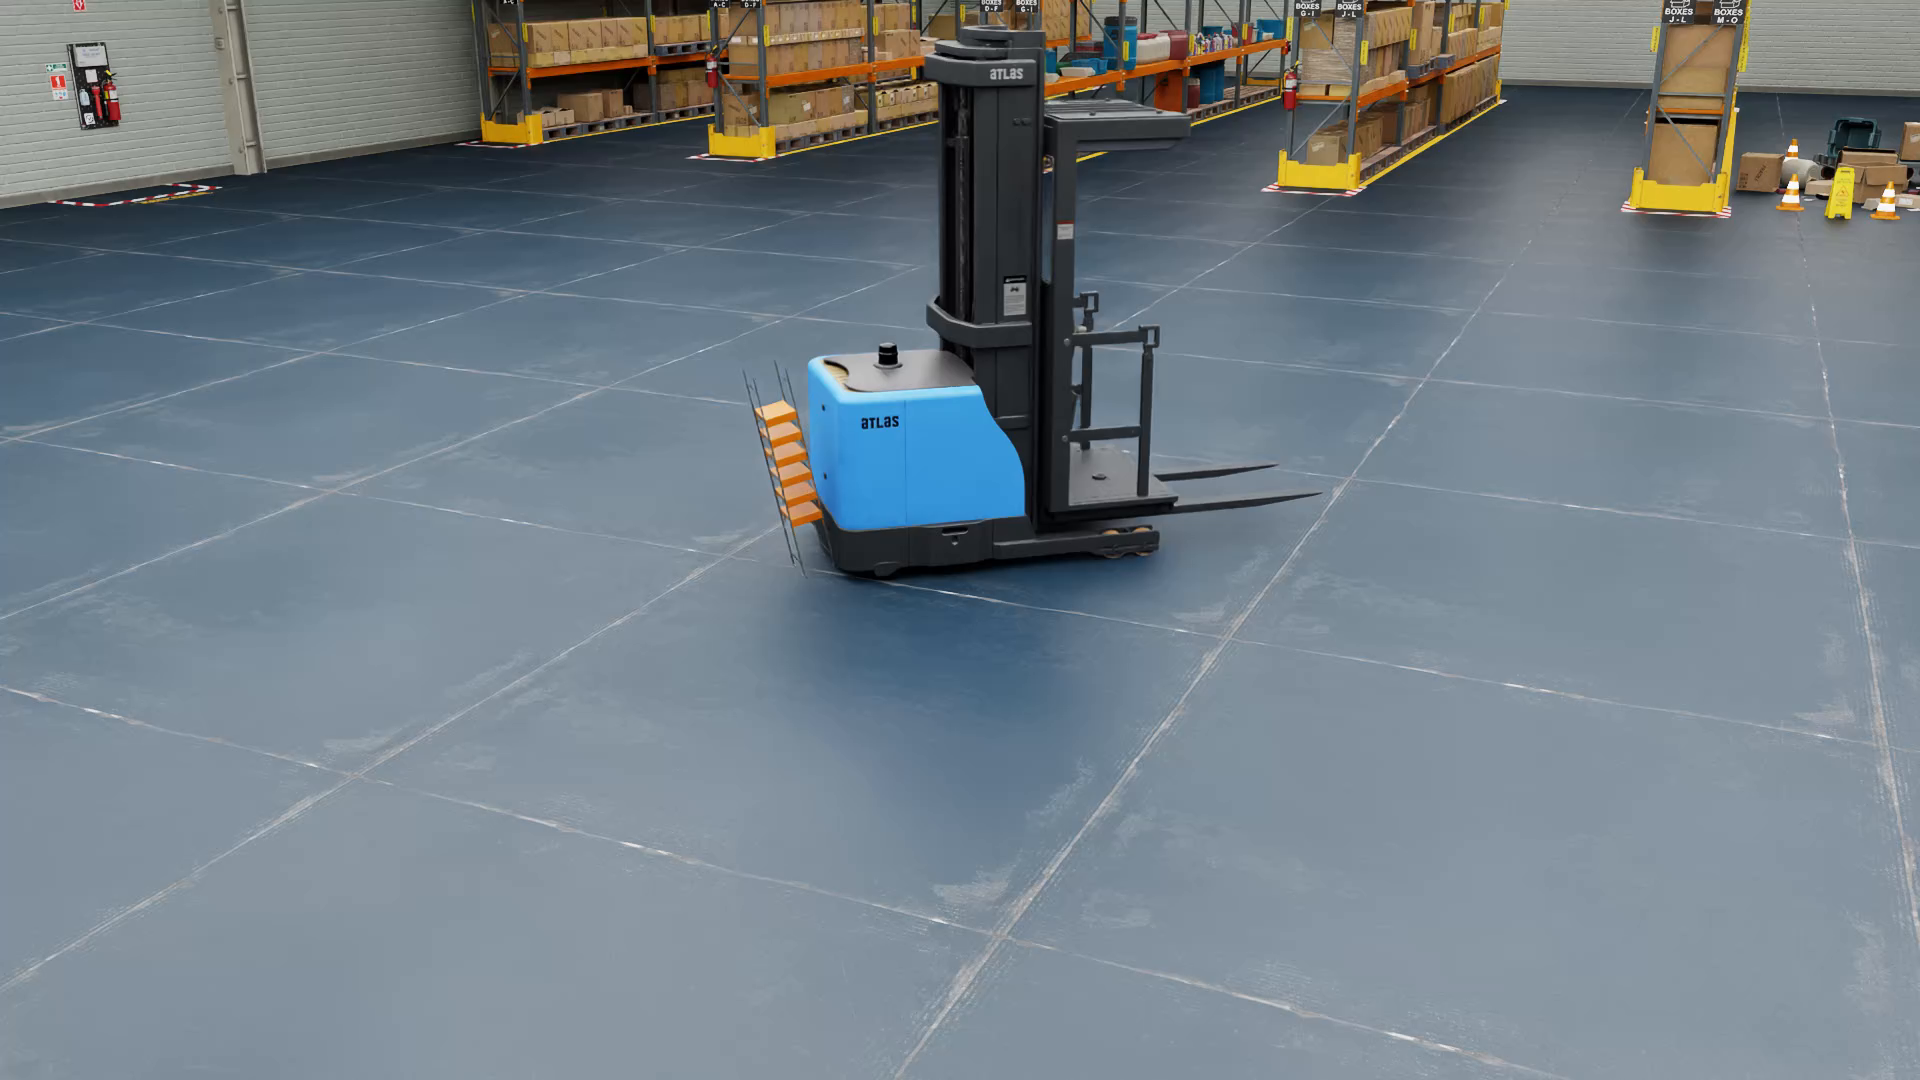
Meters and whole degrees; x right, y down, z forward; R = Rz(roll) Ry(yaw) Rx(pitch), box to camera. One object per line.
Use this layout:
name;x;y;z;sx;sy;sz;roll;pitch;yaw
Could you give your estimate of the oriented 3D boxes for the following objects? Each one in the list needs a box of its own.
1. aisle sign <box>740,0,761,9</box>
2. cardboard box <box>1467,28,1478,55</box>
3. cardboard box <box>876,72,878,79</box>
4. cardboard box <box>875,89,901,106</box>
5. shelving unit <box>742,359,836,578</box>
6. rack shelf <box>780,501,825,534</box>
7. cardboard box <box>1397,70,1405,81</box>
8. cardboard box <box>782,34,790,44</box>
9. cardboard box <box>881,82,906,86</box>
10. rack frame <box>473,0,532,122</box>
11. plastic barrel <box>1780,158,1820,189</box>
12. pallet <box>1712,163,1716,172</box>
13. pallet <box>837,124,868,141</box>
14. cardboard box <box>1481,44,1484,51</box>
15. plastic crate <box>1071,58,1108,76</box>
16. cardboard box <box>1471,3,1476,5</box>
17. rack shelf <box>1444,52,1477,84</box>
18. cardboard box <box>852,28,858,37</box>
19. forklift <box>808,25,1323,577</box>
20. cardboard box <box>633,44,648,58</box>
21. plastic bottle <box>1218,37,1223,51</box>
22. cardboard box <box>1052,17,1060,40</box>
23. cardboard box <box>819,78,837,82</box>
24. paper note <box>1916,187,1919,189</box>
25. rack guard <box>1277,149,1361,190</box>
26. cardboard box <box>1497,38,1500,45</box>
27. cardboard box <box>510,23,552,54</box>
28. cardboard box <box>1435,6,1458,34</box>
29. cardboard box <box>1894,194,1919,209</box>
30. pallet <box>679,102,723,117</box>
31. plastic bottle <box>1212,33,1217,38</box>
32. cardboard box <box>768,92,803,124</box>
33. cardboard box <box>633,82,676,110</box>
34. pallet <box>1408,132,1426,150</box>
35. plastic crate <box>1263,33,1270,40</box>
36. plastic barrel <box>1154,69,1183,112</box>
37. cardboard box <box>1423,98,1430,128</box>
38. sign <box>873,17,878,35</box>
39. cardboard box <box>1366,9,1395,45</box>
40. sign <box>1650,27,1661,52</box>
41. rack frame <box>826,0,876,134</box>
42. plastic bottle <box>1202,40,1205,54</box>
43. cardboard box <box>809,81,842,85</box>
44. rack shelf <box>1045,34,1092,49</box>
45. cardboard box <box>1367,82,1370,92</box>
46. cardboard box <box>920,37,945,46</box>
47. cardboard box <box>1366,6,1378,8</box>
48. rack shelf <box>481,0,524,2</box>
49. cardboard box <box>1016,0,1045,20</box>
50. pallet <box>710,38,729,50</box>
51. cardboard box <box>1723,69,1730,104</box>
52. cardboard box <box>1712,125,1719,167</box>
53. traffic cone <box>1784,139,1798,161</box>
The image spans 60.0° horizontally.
aisle sign;-3.474;-9.193;27.463;0.394;0.787;0.004;9;21;23
cardboard box;10.281;-10.205;34.039;0.500;0.500;0.500;9;21;23
cardboard box;-2.513;-11.922;42.119;0.700;0.500;0.500;9;22;24
cardboard box;-1.483;-8.665;32.496;0.500;0.311;0.500;8;21;22
shelving unit;-0.946;-0.389;9.250;0.189;1.200;0.258;-19;25;-16
rack shelf;-0.892;-0.134;9.364;0.180;0.103;0.258;-19;25;-16
cardboard box;7.127;-7.669;27.430;0.380;0.149;0.250;9;21;23
cardboard box;-3.161;-8.631;28.644;0.380;0.149;0.250;9;21;23
cardboard box;-1.352;-9.206;34.017;0.500;0.311;0.500;8;21;21
rack frame;-8.248;-8.709;29.982;1.000;3.000;0.127;9;21;23
plastic barrel;12.366;-5.411;24.551;0.421;0.421;0.512;-9;22;-24
pallet;11.048;-5.646;25.530;1.003;0.211;1.213;9;21;23
pallet;-2.453;-7.702;31.312;1.003;0.211;1.213;9;21;23
cardboard box;10.863;-10.426;35.184;0.380;0.149;0.250;9;22;24
plastic crate;2.223;-8.127;28.566;0.499;0.251;0.616;9;21;23
cardboard box;11.214;-11.722;37.113;0.500;0.500;0.500;8;21;21
rack shelf;9.404;-9.388;32.965;1.077;0.370;4.000;9;21;23
cardboard box;-2.108;-9.418;30.858;0.380;0.149;0.250;8;21;22
forklift;0.667;-1.434;9.626;3.031;2.935;1.130;-5;20;-15
cardboard box;-6.527;-9.684;32.918;0.500;0.250;0.500;9;21;23
plastic bottle;5.482;-10.529;35.284;0.152;0.276;0.135;9;21;23
cardboard box;2.058;-12.174;39.575;0.500;0.500;0.500;8;21;22
cardboard box;-3.481;-11.346;39.977;0.750;0.750;0.750;9;21;23
paper note;14.215;-5.207;24.563;0.148;0.019;0.142;9;21;23
rack guard;5.340;-5.516;24.732;1.175;0.500;0.348;9;21;23
cardboard box;11.911;-11.209;37.386;0.380;0.149;0.250;9;21;23
cardboard box;-7.778;-9.106;30.172;0.500;0.500;0.500;9;21;23
cardboard box;9.169;-10.056;32.121;0.797;0.503;0.637;9;22;24
cardboard box;13.044;-4.645;22.808;0.250;0.149;0.380;-14;24;-33
pallet;-5.794;-9.231;35.609;1.003;0.211;1.213;9;21;23
plastic bottle;5.419;-10.632;35.463;0.144;0.351;0.185;9;21;23
cardboard box;-3.101;-7.573;29.144;0.500;0.500;0.500;9;21;23
cardboard box;-6.323;-9.189;34.404;0.700;0.500;0.500;9;22;25
pallet;7.763;-7.192;29.876;1.003;0.211;1.213;9;21;23
plastic crate;7.042;-11.784;38.932;0.396;0.136;0.243;9;21;23
plastic barrel;4.251;-9.123;33.756;0.600;0.830;0.708;9;21;23
cardboard box;8.329;-7.938;30.886;0.700;0.500;0.500;7;21;20
sign;-1.582;-9.623;31.141;0.100;0.325;0.005;9;21;23
cardboard box;6.397;-7.918;25.671;0.500;0.500;0.500;9;21;23
sign;9.304;-6.695;22.235;0.100;0.325;0.005;9;21;23
rack frame;-2.089;-9.253;31.512;1.000;3.000;0.127;9;21;23
plastic bottle;4.990;-10.137;34.188;0.097;0.271;0.097;0;20;0
cardboard box;-2.564;-8.410;31.499;0.500;0.500;0.500;9;21;23
rack shelf;2.006;-11.971;40.228;1.077;0.370;4.000;9;21;23
cardboard box;5.963;-6.834;25.083;0.380;0.149;0.250;9;21;23
cardboard box;-0.640;-10.329;34.669;0.500;0.311;0.500;10;22;26
cardboard box;6.531;-8.449;27.164;0.500;0.500;0.500;9;21;23
rack shelf;-7.429;-10.395;31.319;1.077;0.370;4.000;9;21;23
cardboard box;1.637;-12.323;38.501;0.500;0.500;0.500;9;22;24
pallet;-5.166;-10.832;36.237;1.213;0.211;1.003;9;21;23
cardboard box;10.453;-6.474;23.473;0.875;0.550;0.550;9;21;23
cardboard box;10.744;-5.920;24.682;0.875;0.875;0.875;9;21;23
traffic cone;13.358;-6.189;26.681;0.336;0.463;0.334;9;21;23
